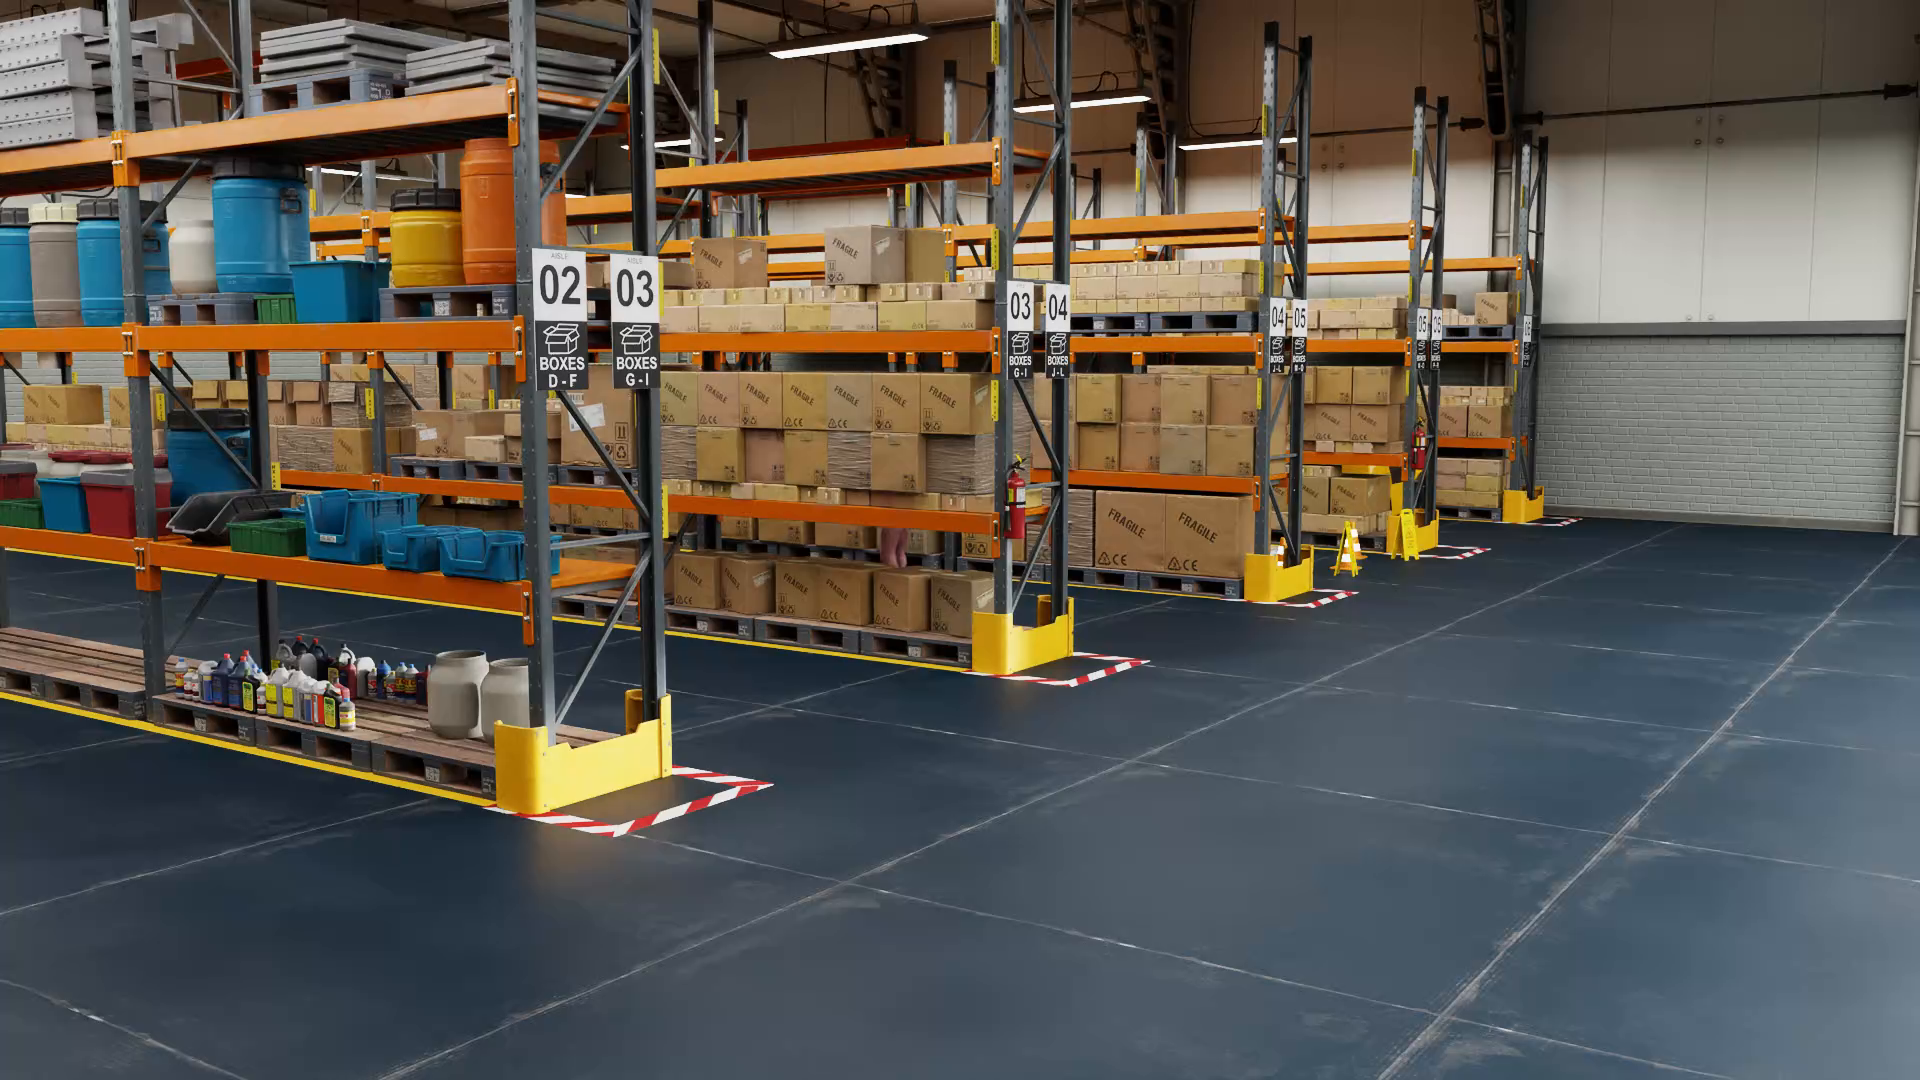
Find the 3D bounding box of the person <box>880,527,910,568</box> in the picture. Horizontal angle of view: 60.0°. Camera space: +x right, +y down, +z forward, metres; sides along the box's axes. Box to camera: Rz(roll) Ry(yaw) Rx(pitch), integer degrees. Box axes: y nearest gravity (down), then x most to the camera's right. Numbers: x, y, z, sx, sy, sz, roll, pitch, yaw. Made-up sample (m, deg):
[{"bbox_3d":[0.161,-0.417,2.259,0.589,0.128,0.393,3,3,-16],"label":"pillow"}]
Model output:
[{"bbox_3d":[-0.728,-0.192,17.748,0.554,1.663,0.425,4,8,35],"label":"person"}]
